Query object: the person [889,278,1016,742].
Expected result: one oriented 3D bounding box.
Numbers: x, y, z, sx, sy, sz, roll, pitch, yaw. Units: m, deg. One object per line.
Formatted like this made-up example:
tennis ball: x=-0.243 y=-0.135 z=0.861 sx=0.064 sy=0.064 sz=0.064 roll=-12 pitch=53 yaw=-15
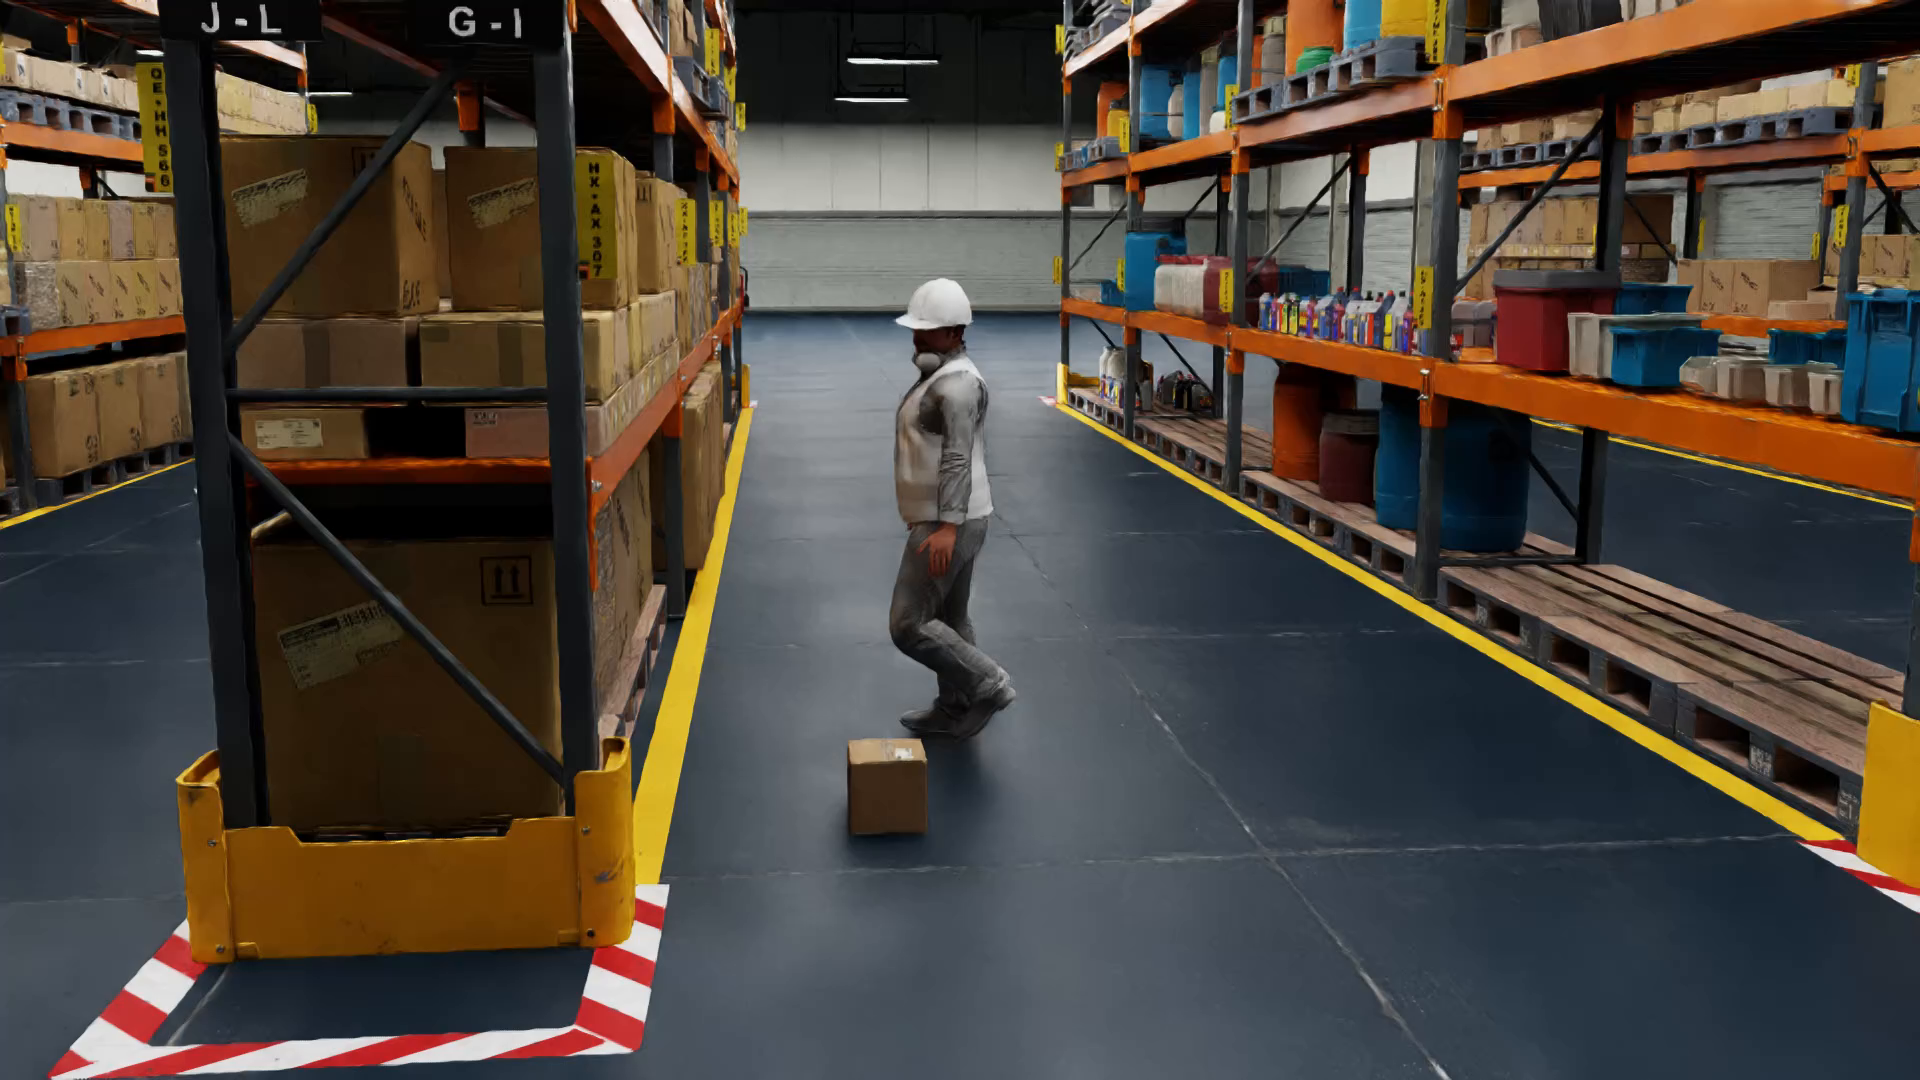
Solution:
person: x=-0.030 y=-0.083 z=6.193 sx=0.477 sy=1.762 sz=0.618 roll=-1 pitch=10 yaw=-3
